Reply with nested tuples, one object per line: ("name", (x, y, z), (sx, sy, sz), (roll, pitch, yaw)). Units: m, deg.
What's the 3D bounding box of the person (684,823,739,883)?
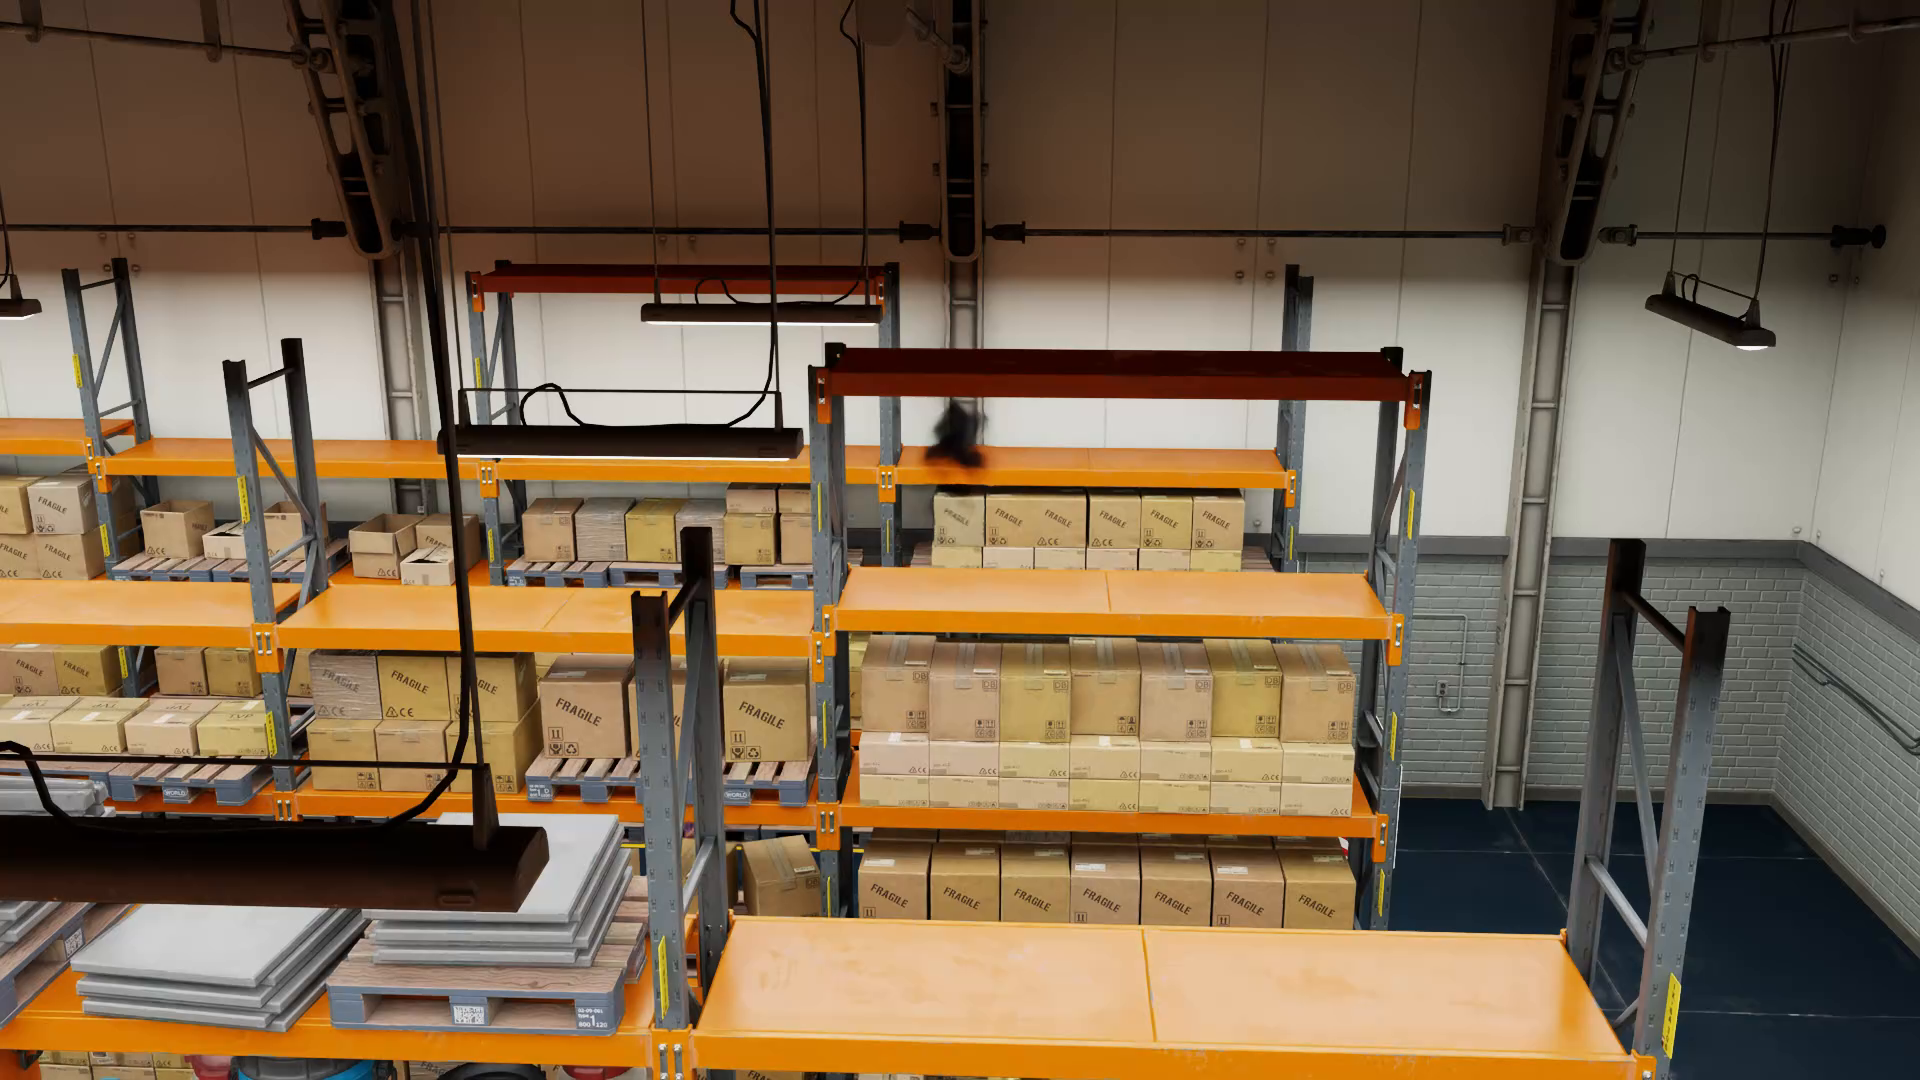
("person", (-2.410, 2.730, 15.443), (0.665, 1.559, 0.566), (-1, 16, -3))
